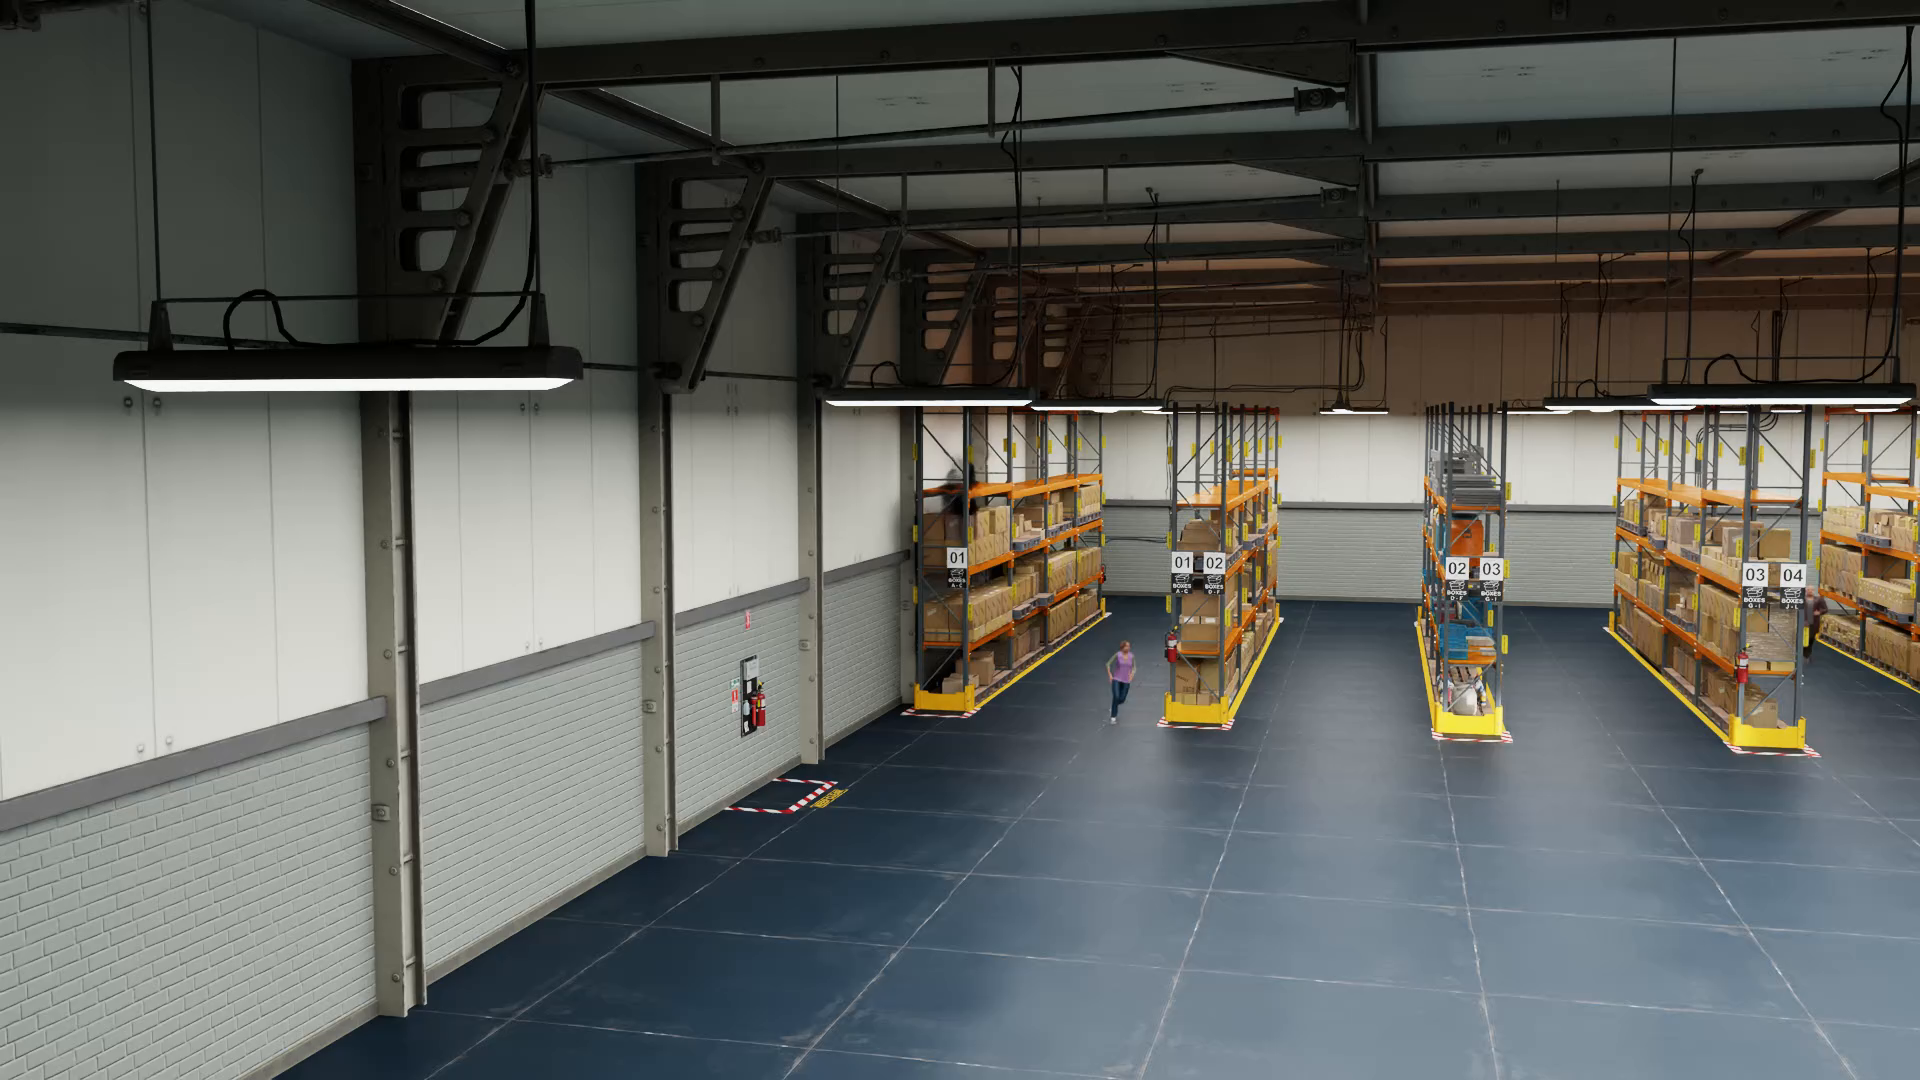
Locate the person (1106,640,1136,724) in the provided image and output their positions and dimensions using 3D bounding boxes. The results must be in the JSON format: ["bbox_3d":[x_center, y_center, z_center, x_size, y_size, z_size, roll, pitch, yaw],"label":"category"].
[{"bbox_3d":[3.032,2.653,31.333,0.582,1.549,0.615,-1,4,-7],"label":"person"}]

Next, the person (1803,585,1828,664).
[{"bbox_3d":[19.860,1.970,38.846,0.686,1.847,0.841,1,4,18],"label":"person"}]
